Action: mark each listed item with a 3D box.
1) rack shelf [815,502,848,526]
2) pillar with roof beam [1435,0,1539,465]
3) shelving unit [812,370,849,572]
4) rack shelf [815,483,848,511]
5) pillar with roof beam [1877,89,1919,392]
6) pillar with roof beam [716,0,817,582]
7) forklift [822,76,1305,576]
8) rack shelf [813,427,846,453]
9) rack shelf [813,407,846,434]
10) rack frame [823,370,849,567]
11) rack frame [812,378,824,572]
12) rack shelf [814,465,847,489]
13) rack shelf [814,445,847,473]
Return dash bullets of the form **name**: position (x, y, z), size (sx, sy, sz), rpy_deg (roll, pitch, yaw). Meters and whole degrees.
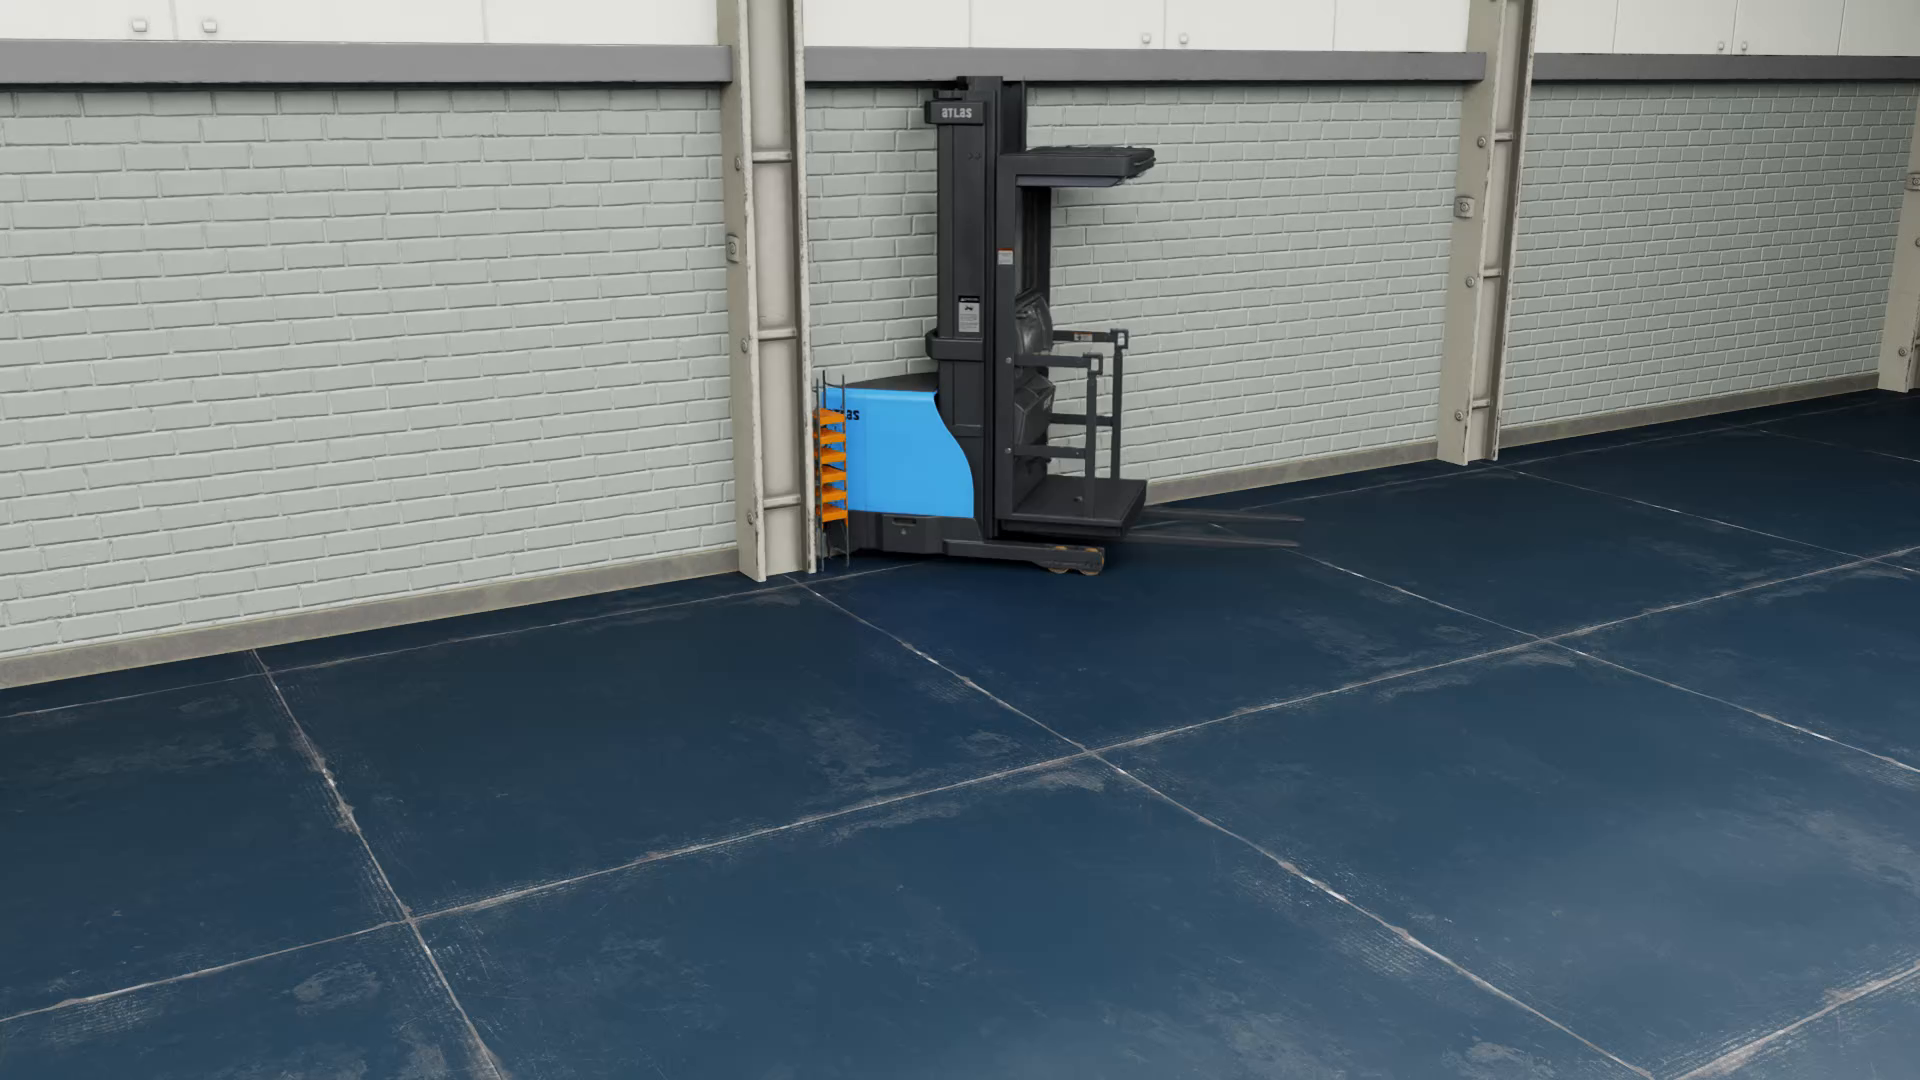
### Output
- **rack shelf**: position (-0.837, -0.150, 10.271), size (0.180, 0.103, 0.258), rpy_deg (-11, 19, -35)
- **pillar with roof beam**: position (6.234, -3.982, 8.442), size (0.400, 9.000, 9.100), rpy_deg (-9, 18, -30)
- **shelving unit**: position (-0.838, -0.424, 10.195), size (0.189, 1.200, 0.258), rpy_deg (-11, 19, -35)
- **rack shelf**: position (-0.837, -0.265, 10.239), size (0.180, 0.103, 0.258), rpy_deg (-11, 19, -35)
- **pillar with roof beam**: position (11.377, -4.816, 11.418), size (0.400, 9.000, 9.100), rpy_deg (-9, 18, -30)
- **pillar with roof beam**: position (1.091, -3.148, 5.467), size (0.400, 9.000, 9.100), rpy_deg (-9, 18, -30)
- **forklift**: position (0.647, -1.351, 10.298), size (3.031, 2.935, 1.130), rpy_deg (4, 16, 14)
- **rack shelf**: position (-0.839, -0.612, 10.142), size (0.180, 0.103, 0.258), rpy_deg (-11, 19, -35)
- **rack shelf**: position (-0.840, -0.727, 10.110), size (0.180, 0.103, 0.258), rpy_deg (-11, 19, -35)
- **rack frame**: position (-0.765, -0.438, 10.247), size (0.006, 1.200, 0.240), rpy_deg (-11, 19, -35)
- **rack frame**: position (-0.912, -0.409, 10.142), size (0.006, 1.200, 0.240), rpy_deg (-11, 19, -35)
- **rack shelf**: position (-0.838, -0.381, 10.207), size (0.180, 0.103, 0.258), rpy_deg (-11, 19, -35)
- **rack shelf**: position (-0.839, -0.496, 10.174), size (0.180, 0.103, 0.258), rpy_deg (-11, 19, -35)
